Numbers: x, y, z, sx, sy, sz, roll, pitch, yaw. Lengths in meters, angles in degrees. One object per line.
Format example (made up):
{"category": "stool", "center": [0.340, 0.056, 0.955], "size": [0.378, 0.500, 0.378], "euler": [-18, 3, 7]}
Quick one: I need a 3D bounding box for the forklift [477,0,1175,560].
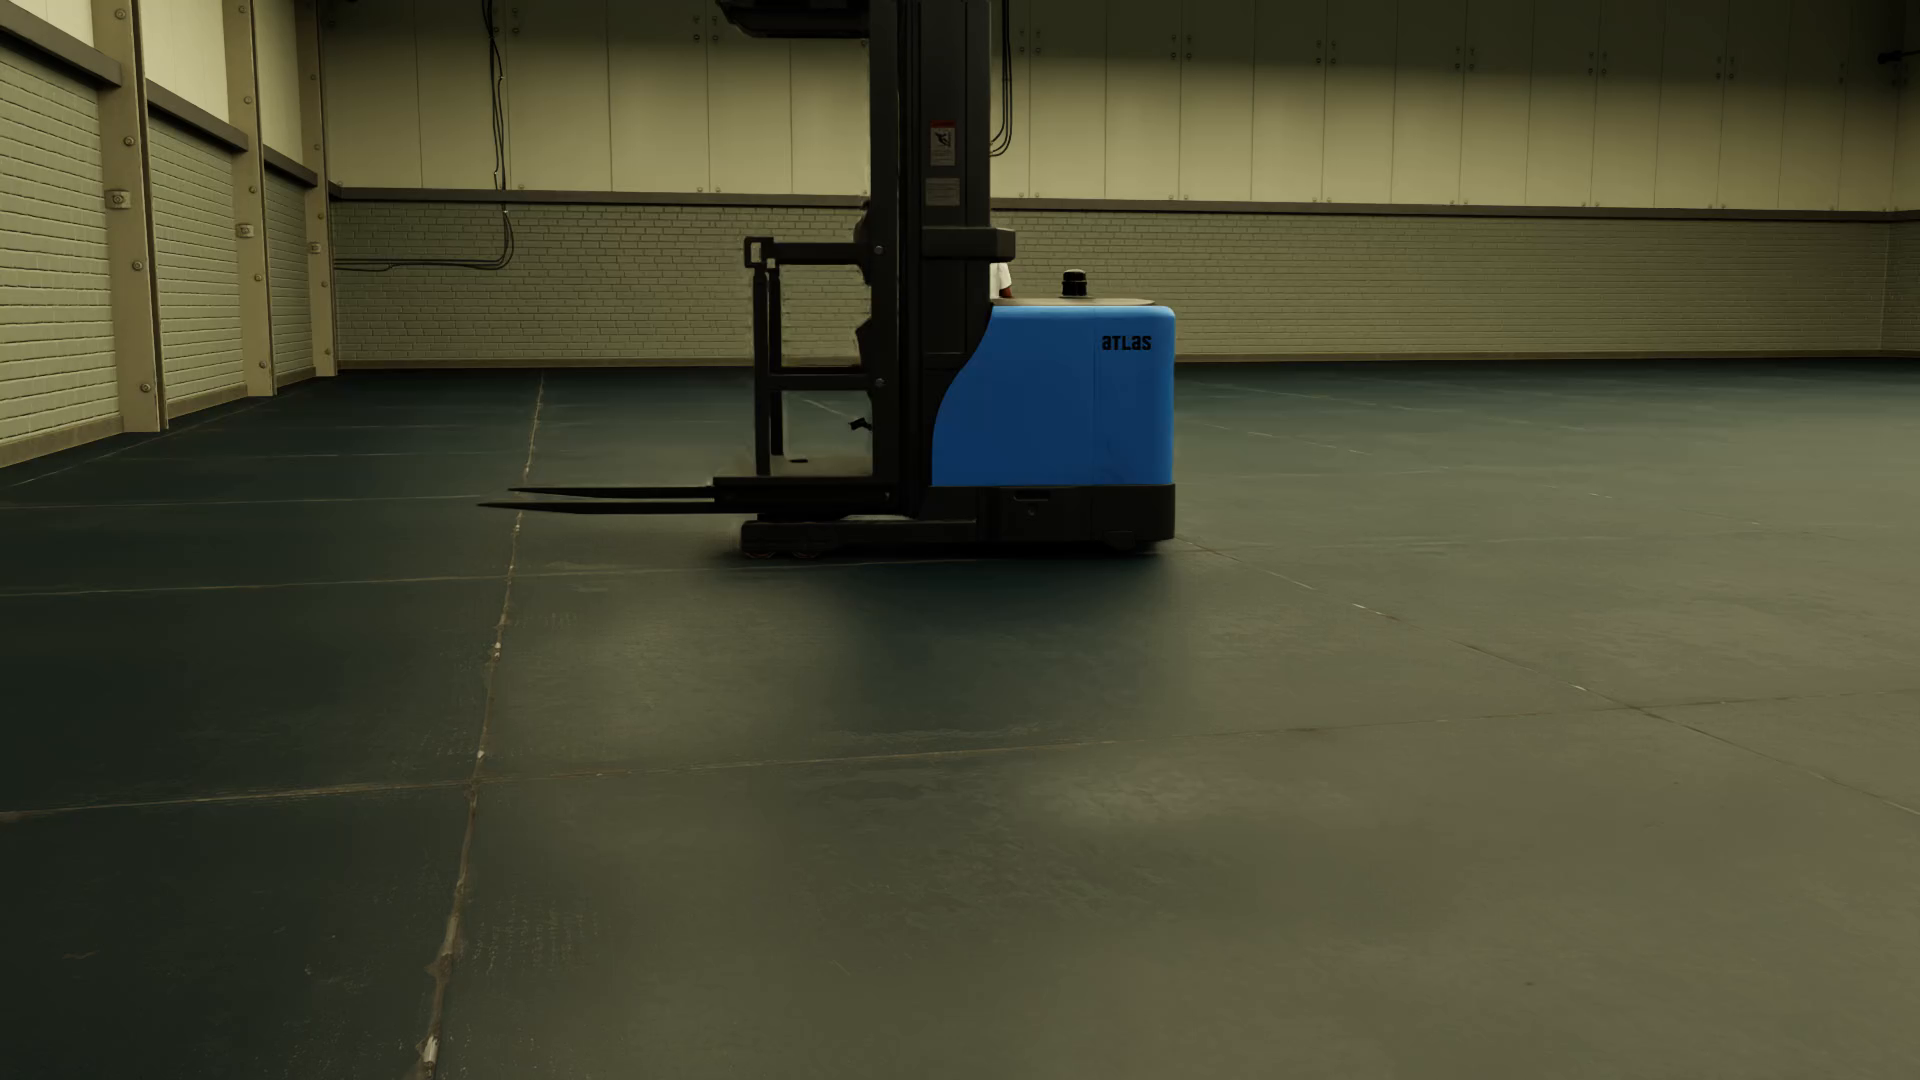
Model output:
{"category": "forklift", "center": [-0.599, -1.441, 7.430], "size": [3.031, 2.935, 1.130], "euler": [0, 8, -3]}

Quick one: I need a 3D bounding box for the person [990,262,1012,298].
{"category": "person", "center": [0.018, -1.439, 11.585], "size": [0.666, 1.759, 0.578], "euler": [-3, 9, -20]}
